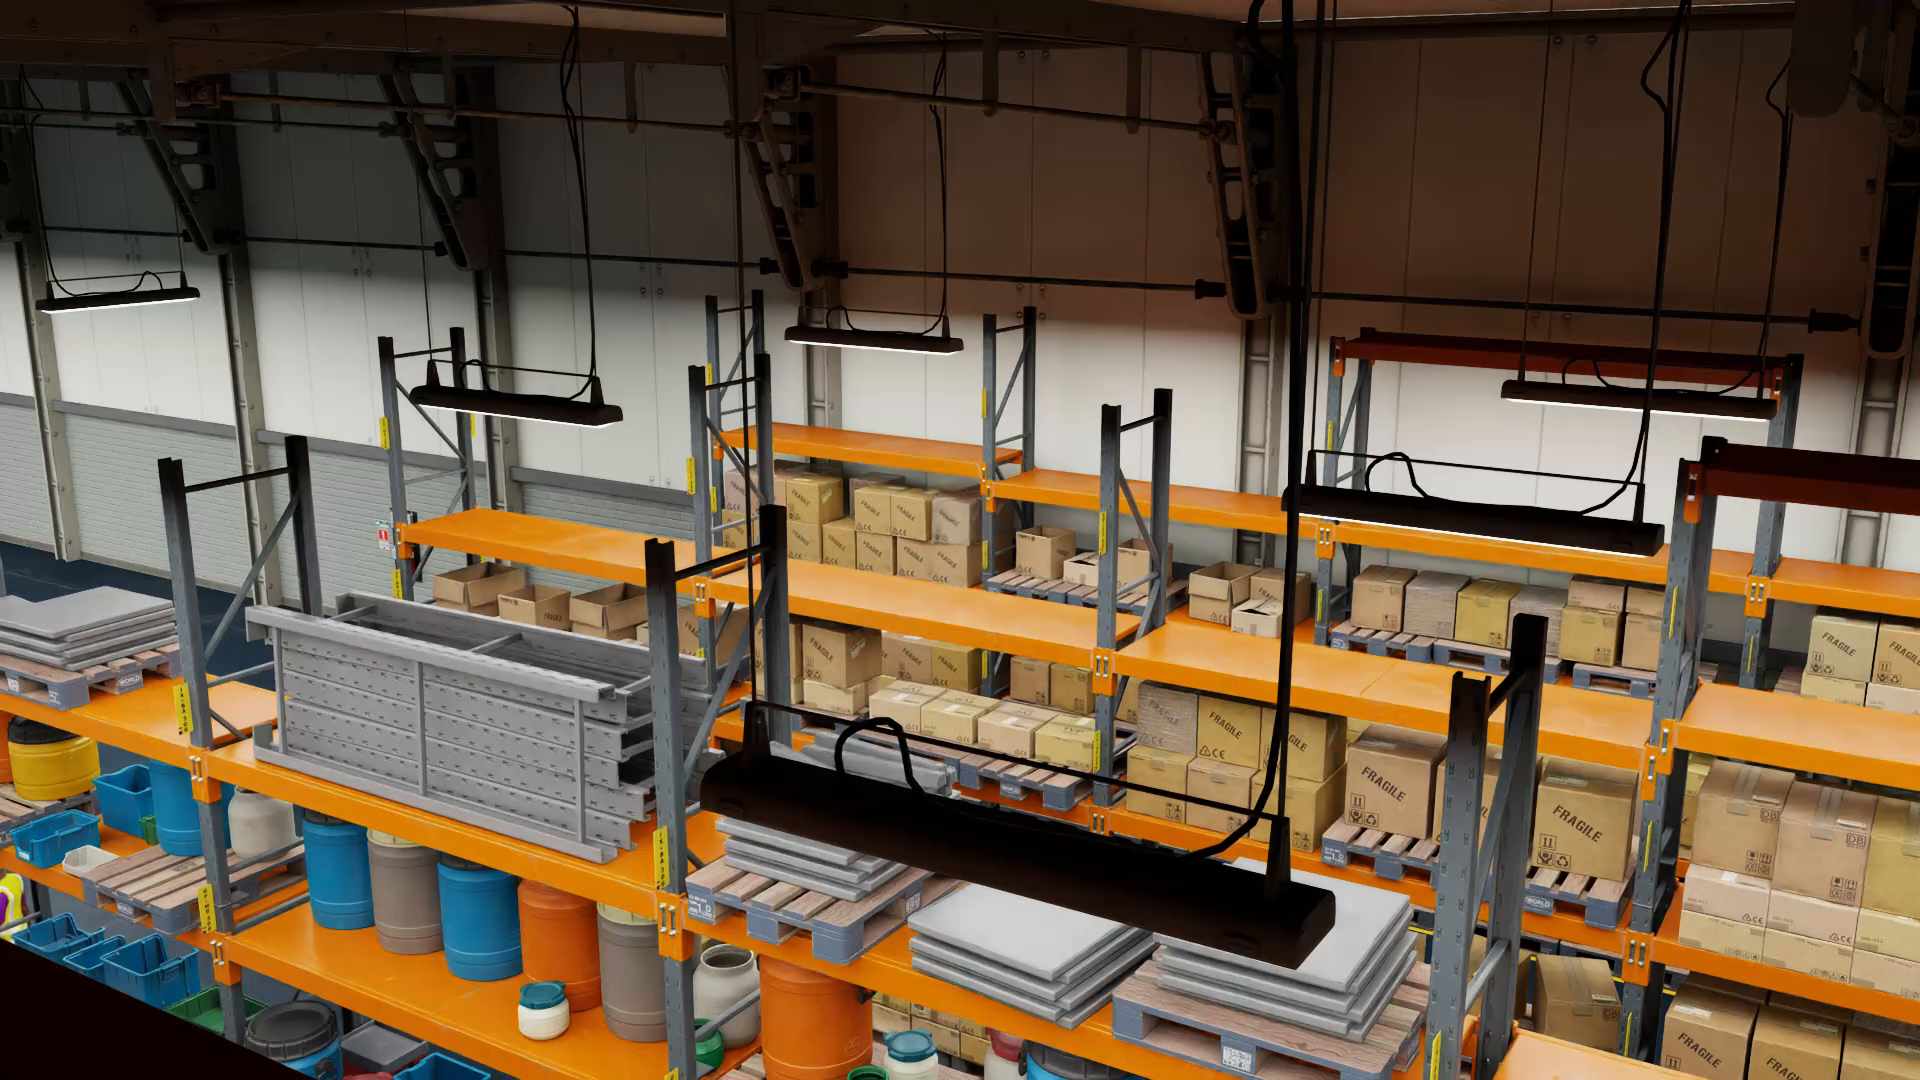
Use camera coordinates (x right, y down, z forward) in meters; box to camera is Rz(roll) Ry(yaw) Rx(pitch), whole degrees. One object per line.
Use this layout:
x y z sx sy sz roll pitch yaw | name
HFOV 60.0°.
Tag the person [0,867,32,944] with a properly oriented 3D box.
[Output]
-8.586 3.614 15.017 0.869 1.750 0.609 -5 15 -18 | person
